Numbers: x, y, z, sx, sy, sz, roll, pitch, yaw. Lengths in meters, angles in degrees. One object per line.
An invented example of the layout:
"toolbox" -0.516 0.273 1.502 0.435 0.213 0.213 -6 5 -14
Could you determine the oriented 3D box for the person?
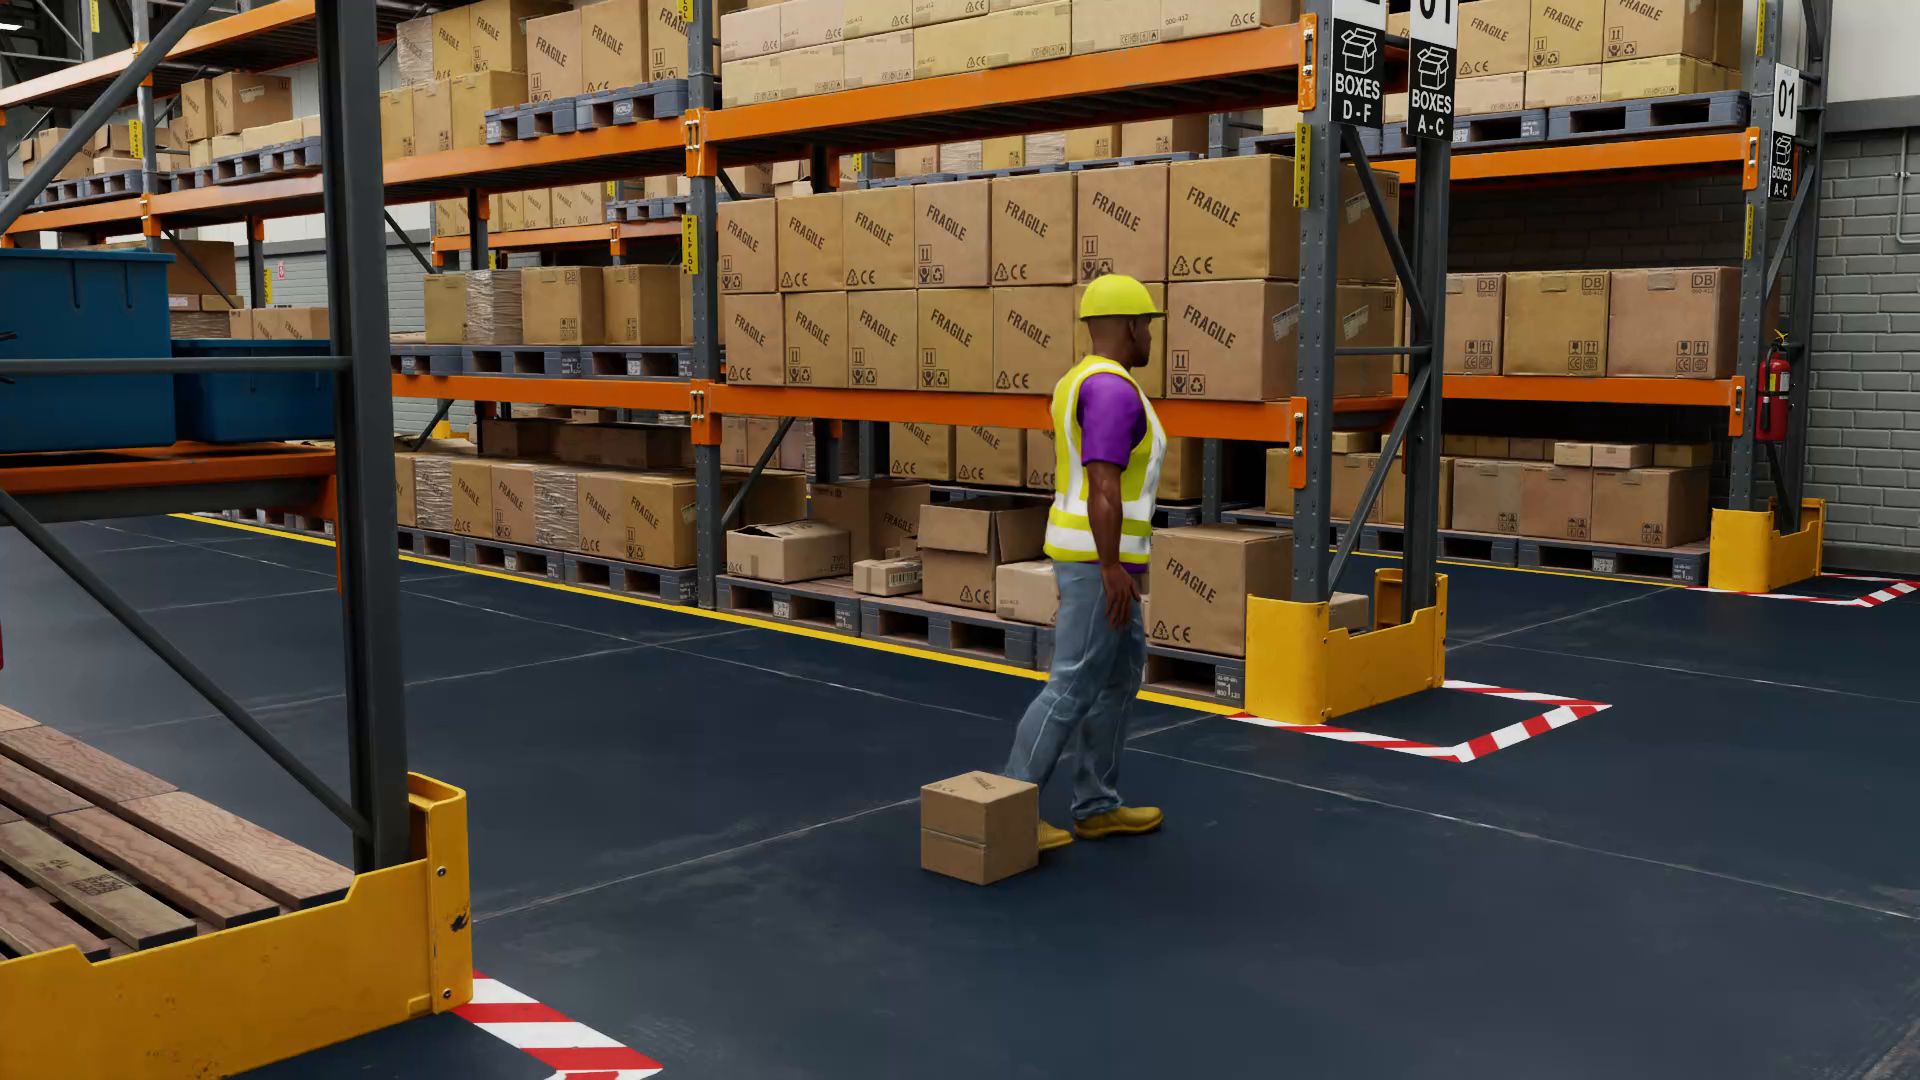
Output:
"person" -5.981 -0.466 9.484 12.855 1.757 9.965 0 7 -3
